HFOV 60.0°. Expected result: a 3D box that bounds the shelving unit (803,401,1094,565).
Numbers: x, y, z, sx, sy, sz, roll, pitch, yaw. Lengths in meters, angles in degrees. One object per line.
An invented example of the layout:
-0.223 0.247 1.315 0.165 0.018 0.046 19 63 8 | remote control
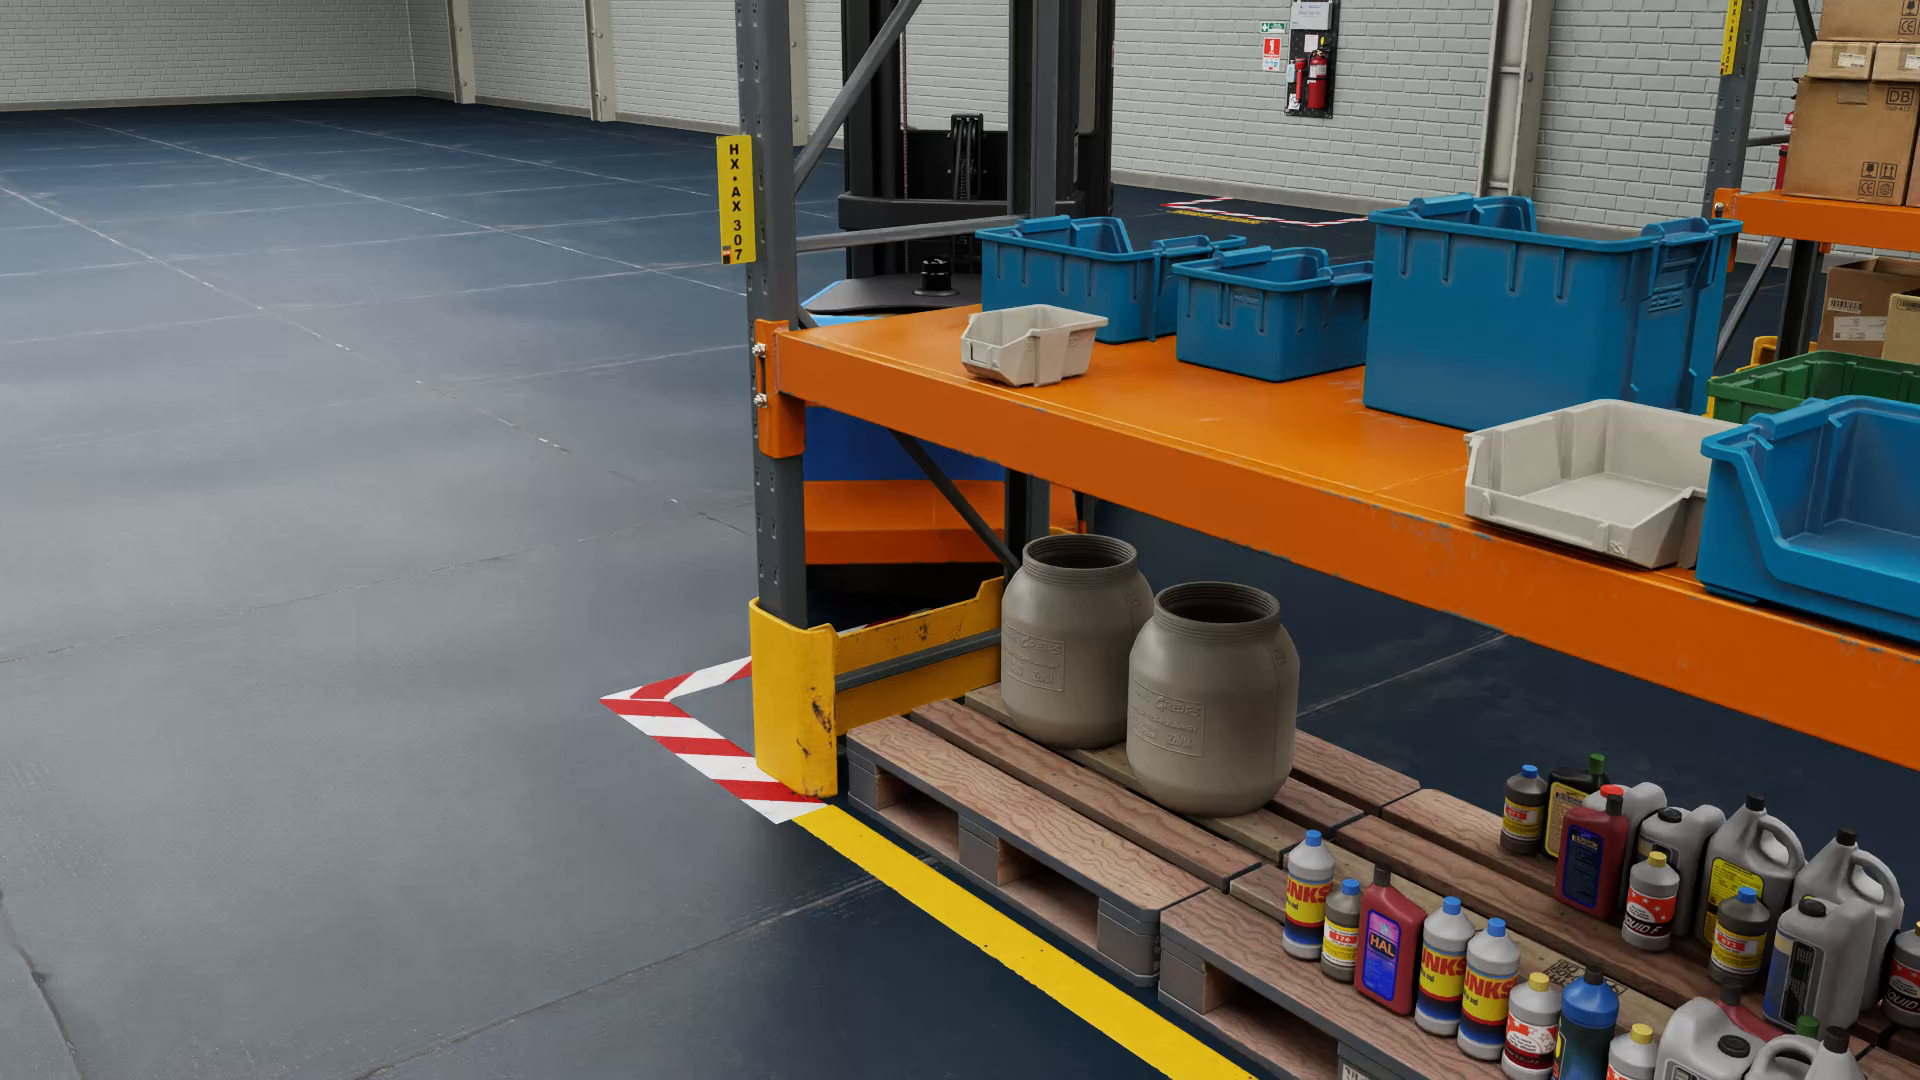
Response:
-0.091 -0.243 5.590 1.048 1.125 0.538 -1 21 1 | shelving unit

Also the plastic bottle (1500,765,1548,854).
1.339 0.631 3.937 0.097 0.201 0.097 0 18 0 | plastic bottle

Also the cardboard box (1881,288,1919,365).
4.210 -0.773 6.938 0.500 0.500 0.500 -14 23 -36 | cardboard box

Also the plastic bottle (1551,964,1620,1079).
1.137 0.897 3.021 0.097 0.271 0.097 0 18 0 | plastic bottle

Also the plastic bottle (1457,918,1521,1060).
1.011 0.848 3.172 0.097 0.271 0.097 0 18 0 | plastic bottle

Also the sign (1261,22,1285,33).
3.237 -5.302 17.204 0.001 0.109 0.331 -14 23 -36 | sign

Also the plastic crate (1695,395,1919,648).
1.438 -0.019 2.385 0.499 0.251 0.616 -14 23 -36 | plastic crate

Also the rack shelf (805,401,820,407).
-0.096 -0.516 5.486 1.000 0.278 0.538 -1 21 1 | rack shelf

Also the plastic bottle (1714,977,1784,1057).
1.378 0.920 2.934 0.061 0.283 0.133 -14 23 -36 | plastic bottle

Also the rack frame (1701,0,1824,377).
3.740 -1.821 7.591 1.000 3.000 0.127 -14 23 -36 | rack frame

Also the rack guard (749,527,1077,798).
-0.061 0.341 5.038 1.175 0.500 0.348 -14 23 -36 | rack guard

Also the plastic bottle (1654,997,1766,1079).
1.295 0.944 2.872 0.152 0.276 0.135 -13 23 -35 | plastic bottle

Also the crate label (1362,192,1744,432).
1.209 -0.472 3.458 0.502 0.435 0.616 -14 23 -36 | crate label

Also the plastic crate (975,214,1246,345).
0.400 -0.720 4.502 0.499 0.251 0.616 -14 23 -36 | plastic crate

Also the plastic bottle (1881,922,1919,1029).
1.888 0.849 3.279 0.097 0.201 0.097 0 18 0 | plastic bottle

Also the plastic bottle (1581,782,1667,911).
1.474 0.663 3.721 0.152 0.276 0.135 -14 23 -36 | plastic bottle

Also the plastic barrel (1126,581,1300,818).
0.634 0.397 4.182 0.421 0.512 0.421 0 18 0 | plastic barrel

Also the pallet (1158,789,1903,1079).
1.192 0.979 3.569 1.003 0.211 1.213 -14 23 -36 | pallet

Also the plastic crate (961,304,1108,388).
0.158 -0.447 3.860 0.298 0.136 0.250 -14 23 -36 | plastic crate

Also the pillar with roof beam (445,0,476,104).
-13.268 -12.185 29.347 9.100 9.000 0.400 -14 23 -36 | pillar with roof beam

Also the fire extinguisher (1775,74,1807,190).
4.031 -1.904 7.965 0.296 0.674 0.183 -14 23 -36 | fire extinguisher

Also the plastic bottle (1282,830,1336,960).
0.736 0.738 3.501 0.097 0.271 0.097 0 18 0 | plastic bottle

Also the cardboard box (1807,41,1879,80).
3.815 -2.038 7.054 0.380 0.149 0.250 -14 23 -36 | cardboard box

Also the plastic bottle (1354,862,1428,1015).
0.862 0.792 3.320 0.061 0.283 0.133 -14 23 -35 | plastic bottle

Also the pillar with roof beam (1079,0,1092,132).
-2.092 -7.750 15.952 9.100 9.000 0.400 -14 23 -36 | pillar with roof beam

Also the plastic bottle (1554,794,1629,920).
1.391 0.680 3.657 0.061 0.283 0.133 -14 23 -36 | plastic bottle

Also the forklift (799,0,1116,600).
0.113 -1.586 6.990 1.130 2.935 3.031 3 19 10 | forklift

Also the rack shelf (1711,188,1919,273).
4.982 -0.987 6.216 1.077 0.370 4.000 -14 23 -36 | rack shelf

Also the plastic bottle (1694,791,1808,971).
1.666 0.702 3.485 0.144 0.351 0.185 -13 22 -34 | plastic bottle

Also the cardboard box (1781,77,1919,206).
4.020 -1.751 7.220 0.700 0.500 0.500 -14 23 -36 | cardboard box

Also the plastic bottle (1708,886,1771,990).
1.598 0.807 3.405 0.097 0.201 0.097 0 18 0 | plastic bottle

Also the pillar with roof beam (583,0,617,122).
-9.543 -10.707 24.882 9.100 9.000 0.400 -14 23 -36 | pillar with roof beam

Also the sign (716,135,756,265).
-0.579 -0.881 4.310 0.100 0.325 0.005 -14 23 -36 | sign
